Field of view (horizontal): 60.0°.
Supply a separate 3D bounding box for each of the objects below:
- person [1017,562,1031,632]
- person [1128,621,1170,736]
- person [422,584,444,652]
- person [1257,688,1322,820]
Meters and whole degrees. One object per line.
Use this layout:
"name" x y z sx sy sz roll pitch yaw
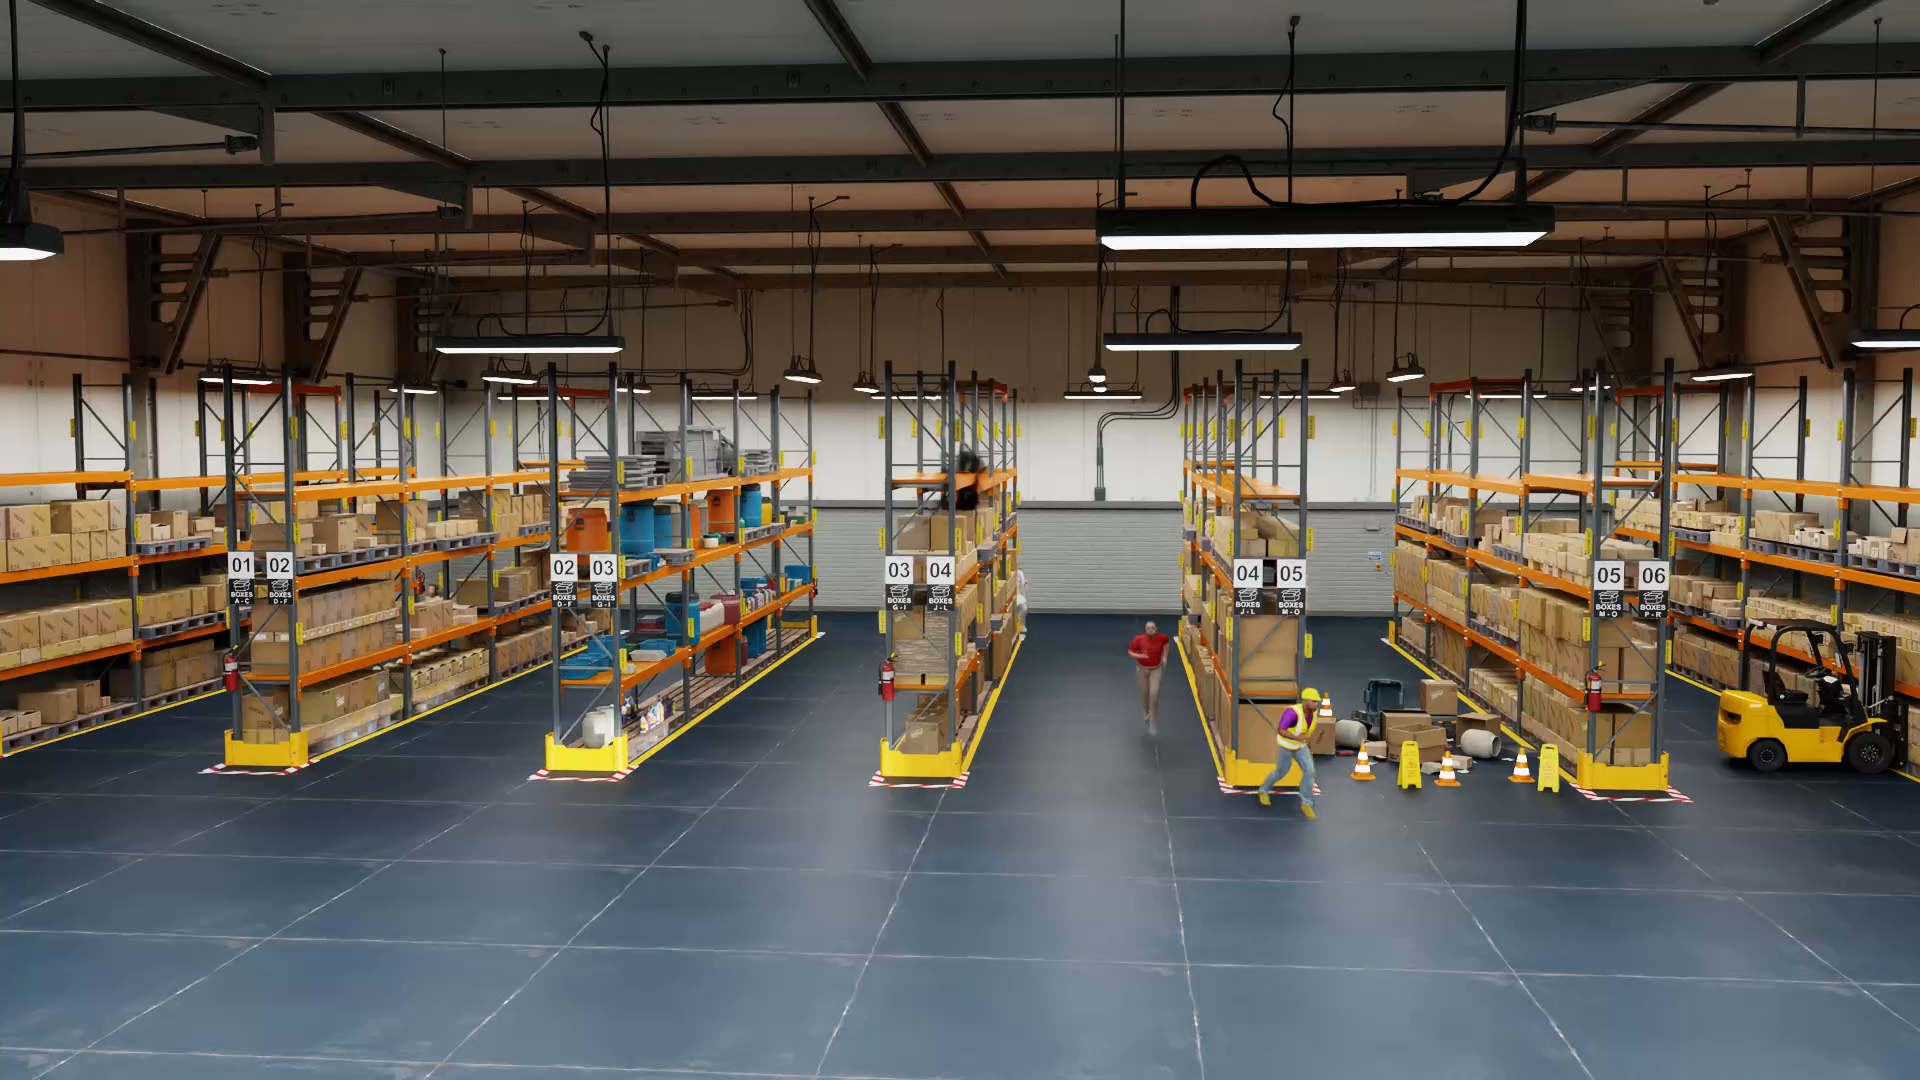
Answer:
"person" 1.403 1.424 41.362 0.768 1.795 0.699 3 5 35
"person" 3.024 2.164 26.621 0.657 1.797 0.949 0 4 7
"person" -11.371 1.784 35.873 0.568 1.678 0.940 0 4 4
"person" 4.322 2.744 21.776 0.749 1.712 1.038 -3 5 -37
